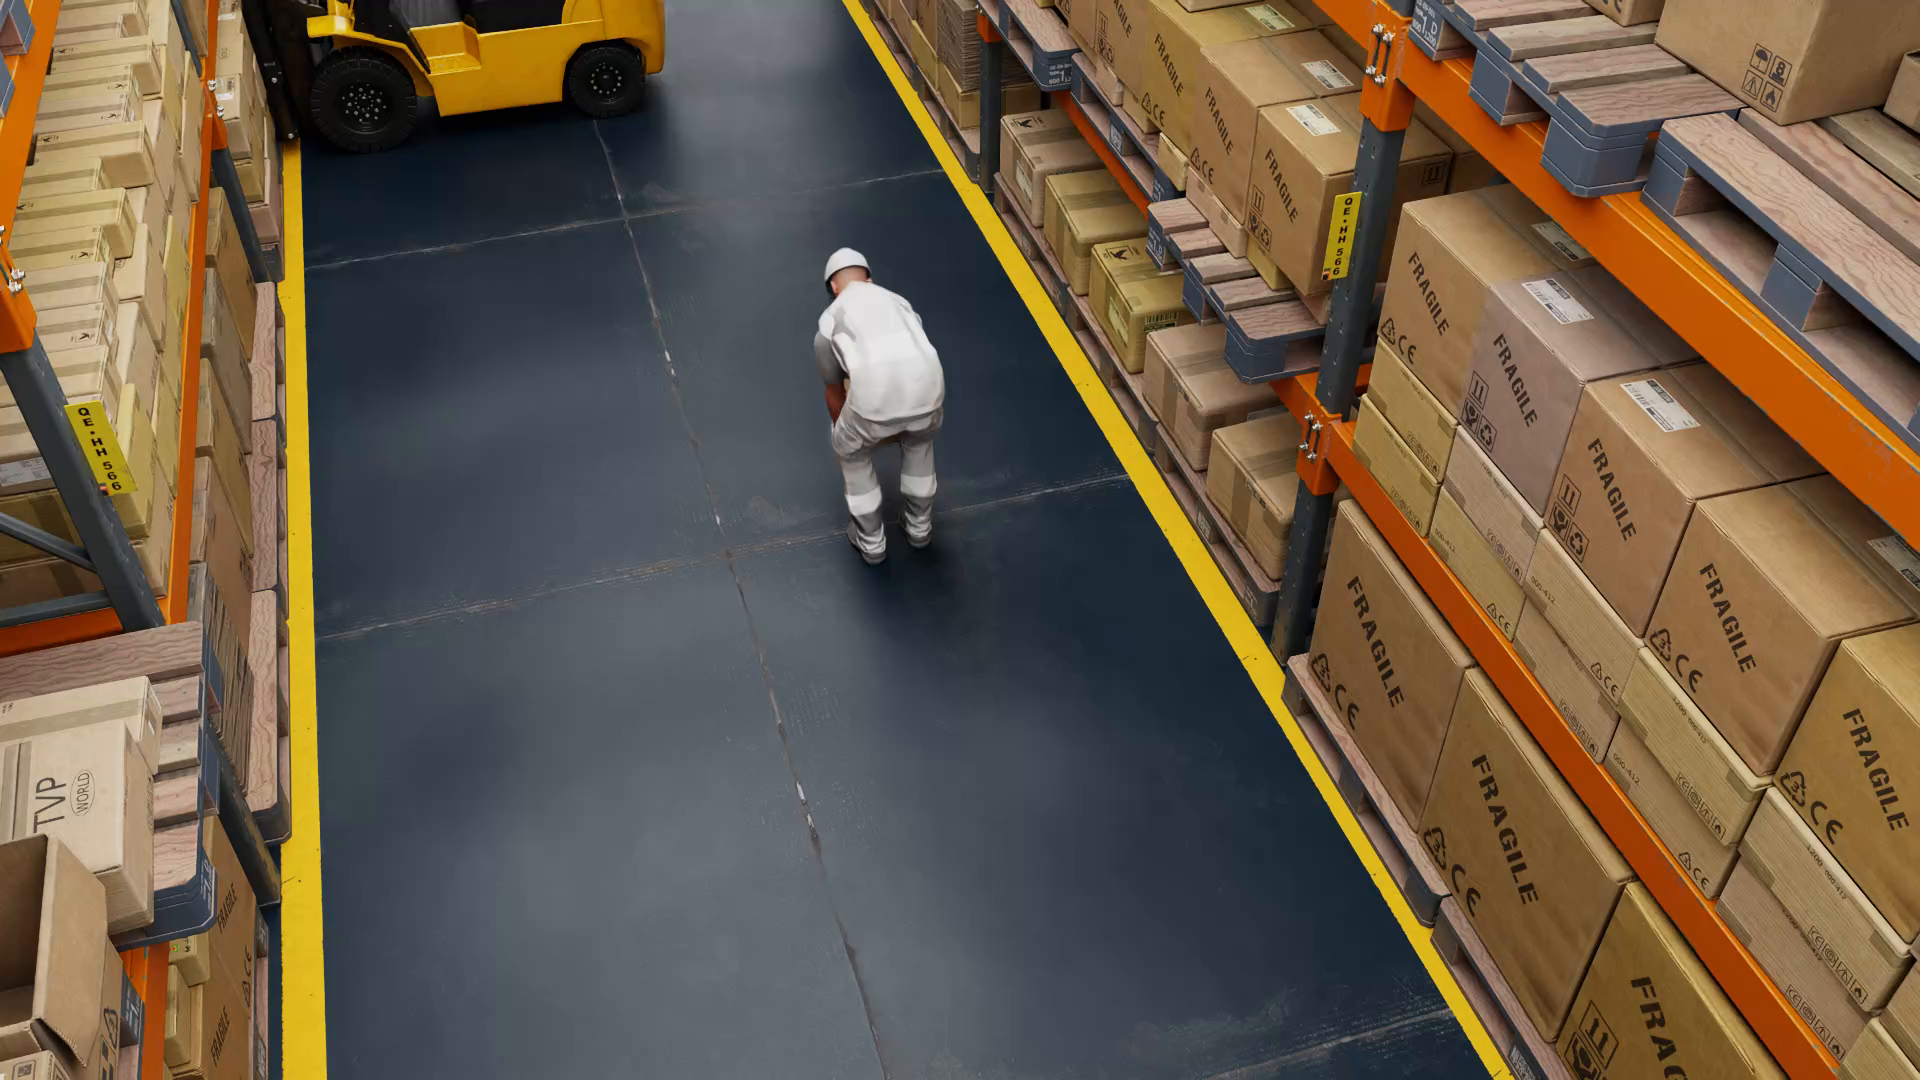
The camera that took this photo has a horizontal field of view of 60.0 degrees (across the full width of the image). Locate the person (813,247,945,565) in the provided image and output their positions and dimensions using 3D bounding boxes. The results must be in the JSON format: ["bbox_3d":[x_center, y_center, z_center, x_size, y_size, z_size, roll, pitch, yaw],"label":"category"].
[{"bbox_3d":[-0.371,-0.570,7.242,0.492,1.166,0.958,-13,43,-14],"label":"person"}]
